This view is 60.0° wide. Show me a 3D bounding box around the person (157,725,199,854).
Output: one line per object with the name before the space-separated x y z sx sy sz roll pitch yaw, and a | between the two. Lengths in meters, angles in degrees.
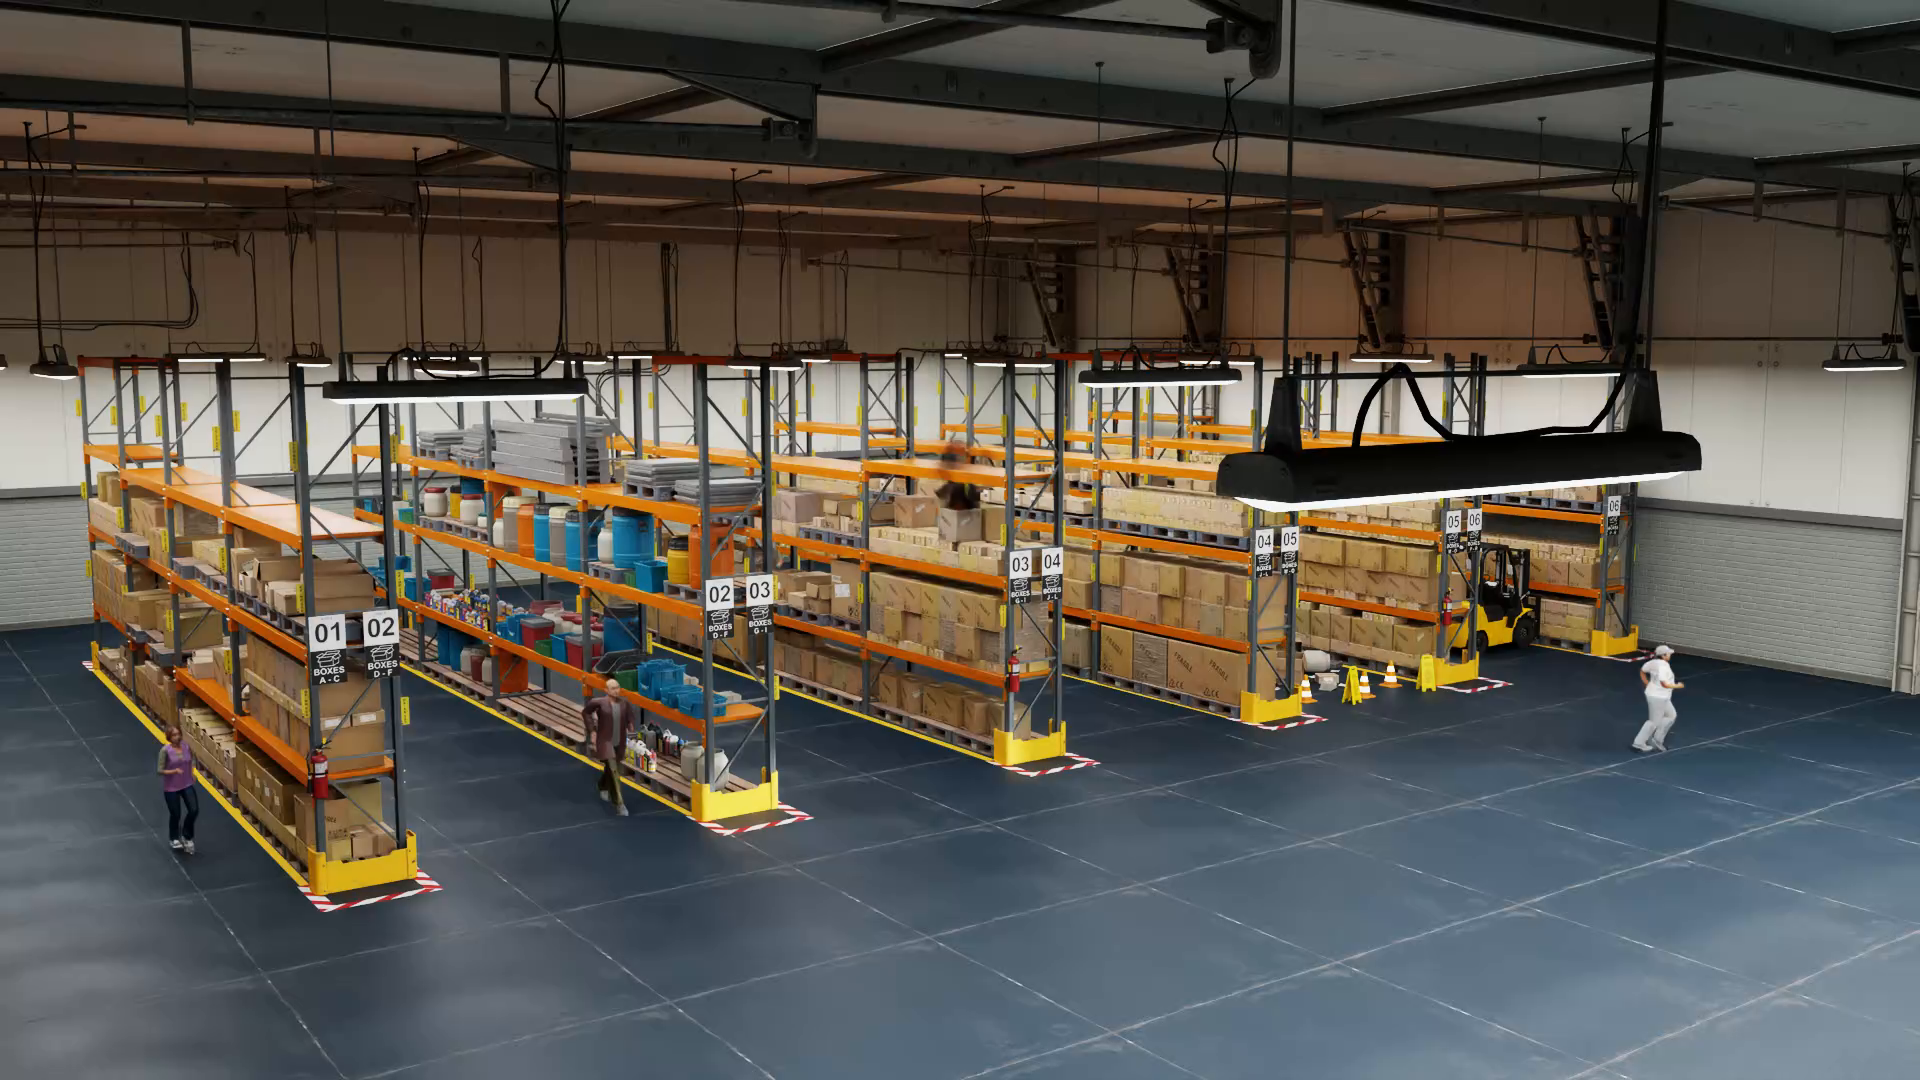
person | -9.580 3.116 20.436 0.517 1.515 0.639 -7 10 -43

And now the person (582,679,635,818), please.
person | -4.704 2.742 22.378 0.646 1.806 1.008 -6 9 -41

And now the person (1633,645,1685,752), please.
person | 10.693 2.444 25.431 0.706 1.695 0.590 2 7 13

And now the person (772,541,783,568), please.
person | -4.364 0.807 38.111 0.697 1.783 0.927 -5 9 -37
